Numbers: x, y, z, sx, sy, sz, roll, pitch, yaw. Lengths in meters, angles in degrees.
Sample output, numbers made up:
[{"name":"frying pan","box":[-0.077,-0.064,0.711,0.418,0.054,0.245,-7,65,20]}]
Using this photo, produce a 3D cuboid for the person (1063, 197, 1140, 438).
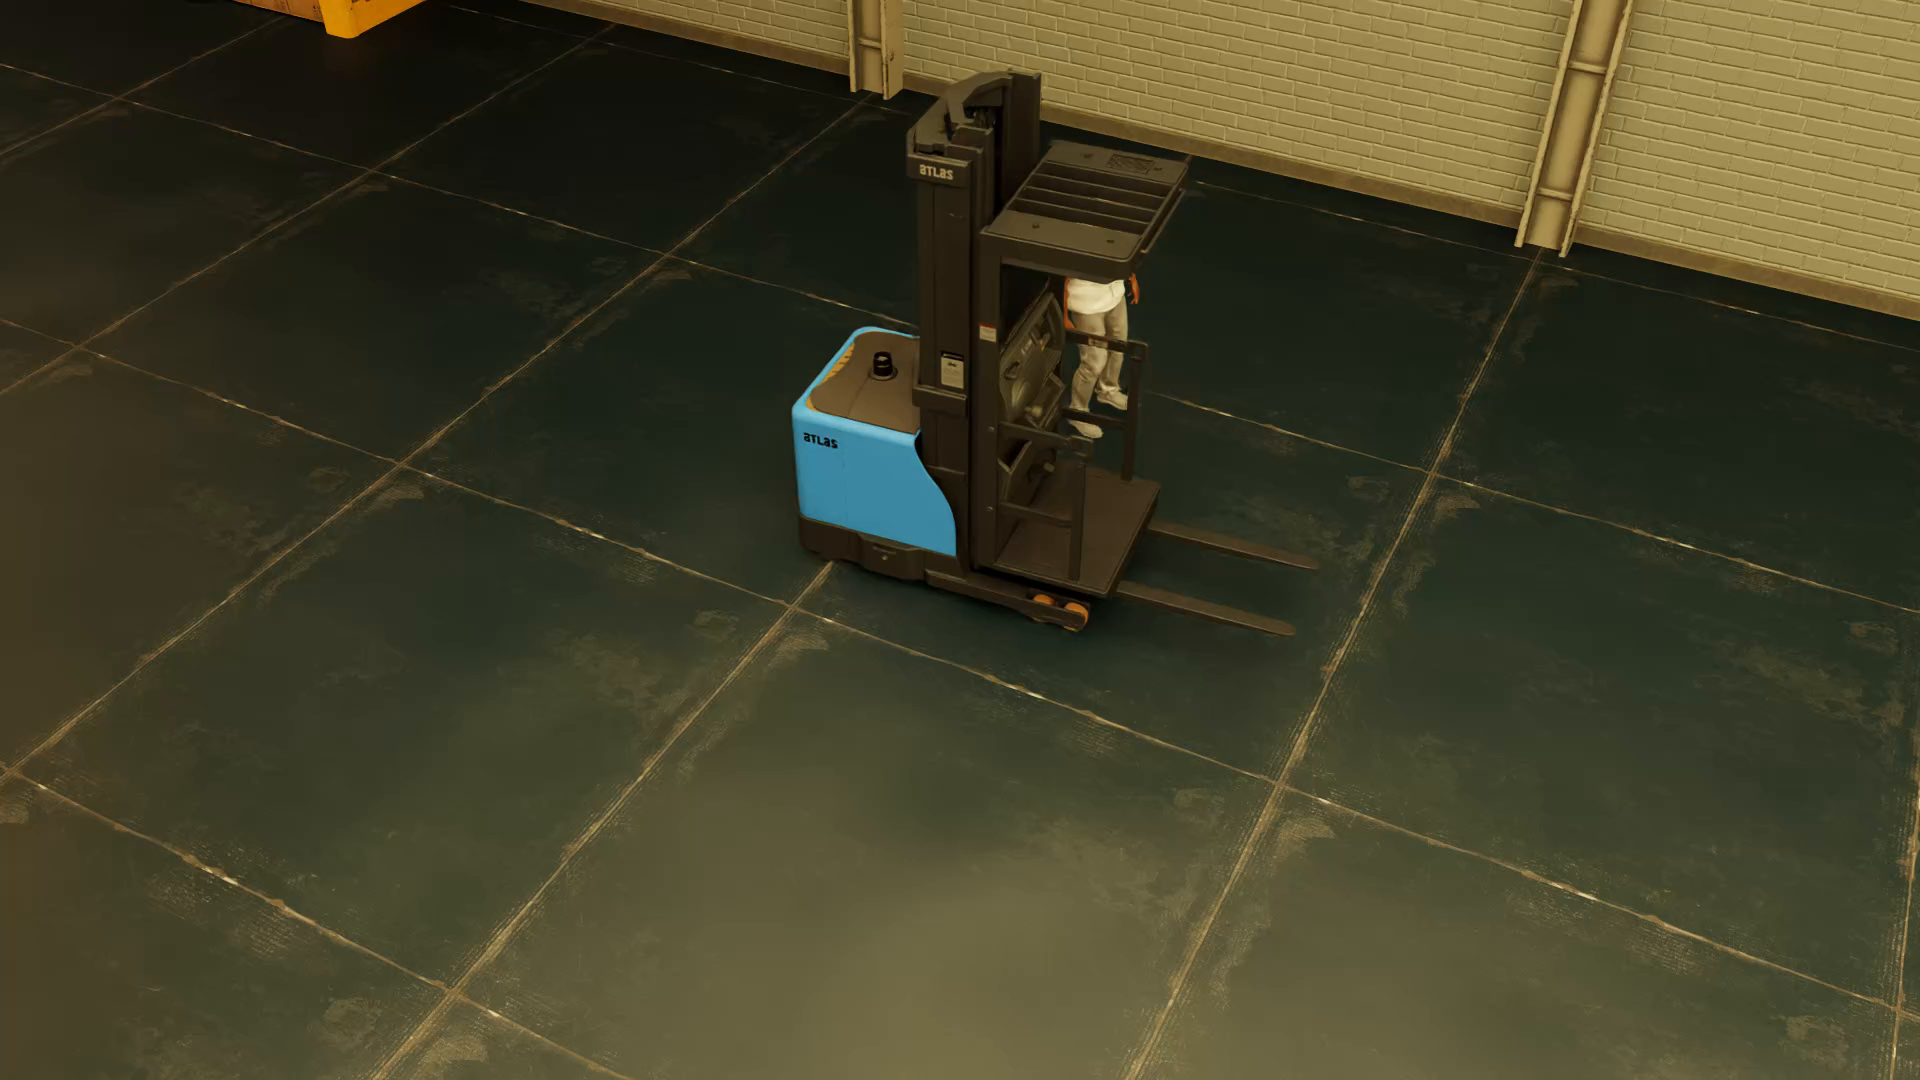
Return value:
[{"name":"person","box":[0.907,-1.531,10.719,0.442,1.756,0.731,29,48,30]}]

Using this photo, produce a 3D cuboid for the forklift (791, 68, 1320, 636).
[{"name":"forklift","box":[0.585,-0.982,9.153,3.031,2.935,1.130,15,42,17]}]
